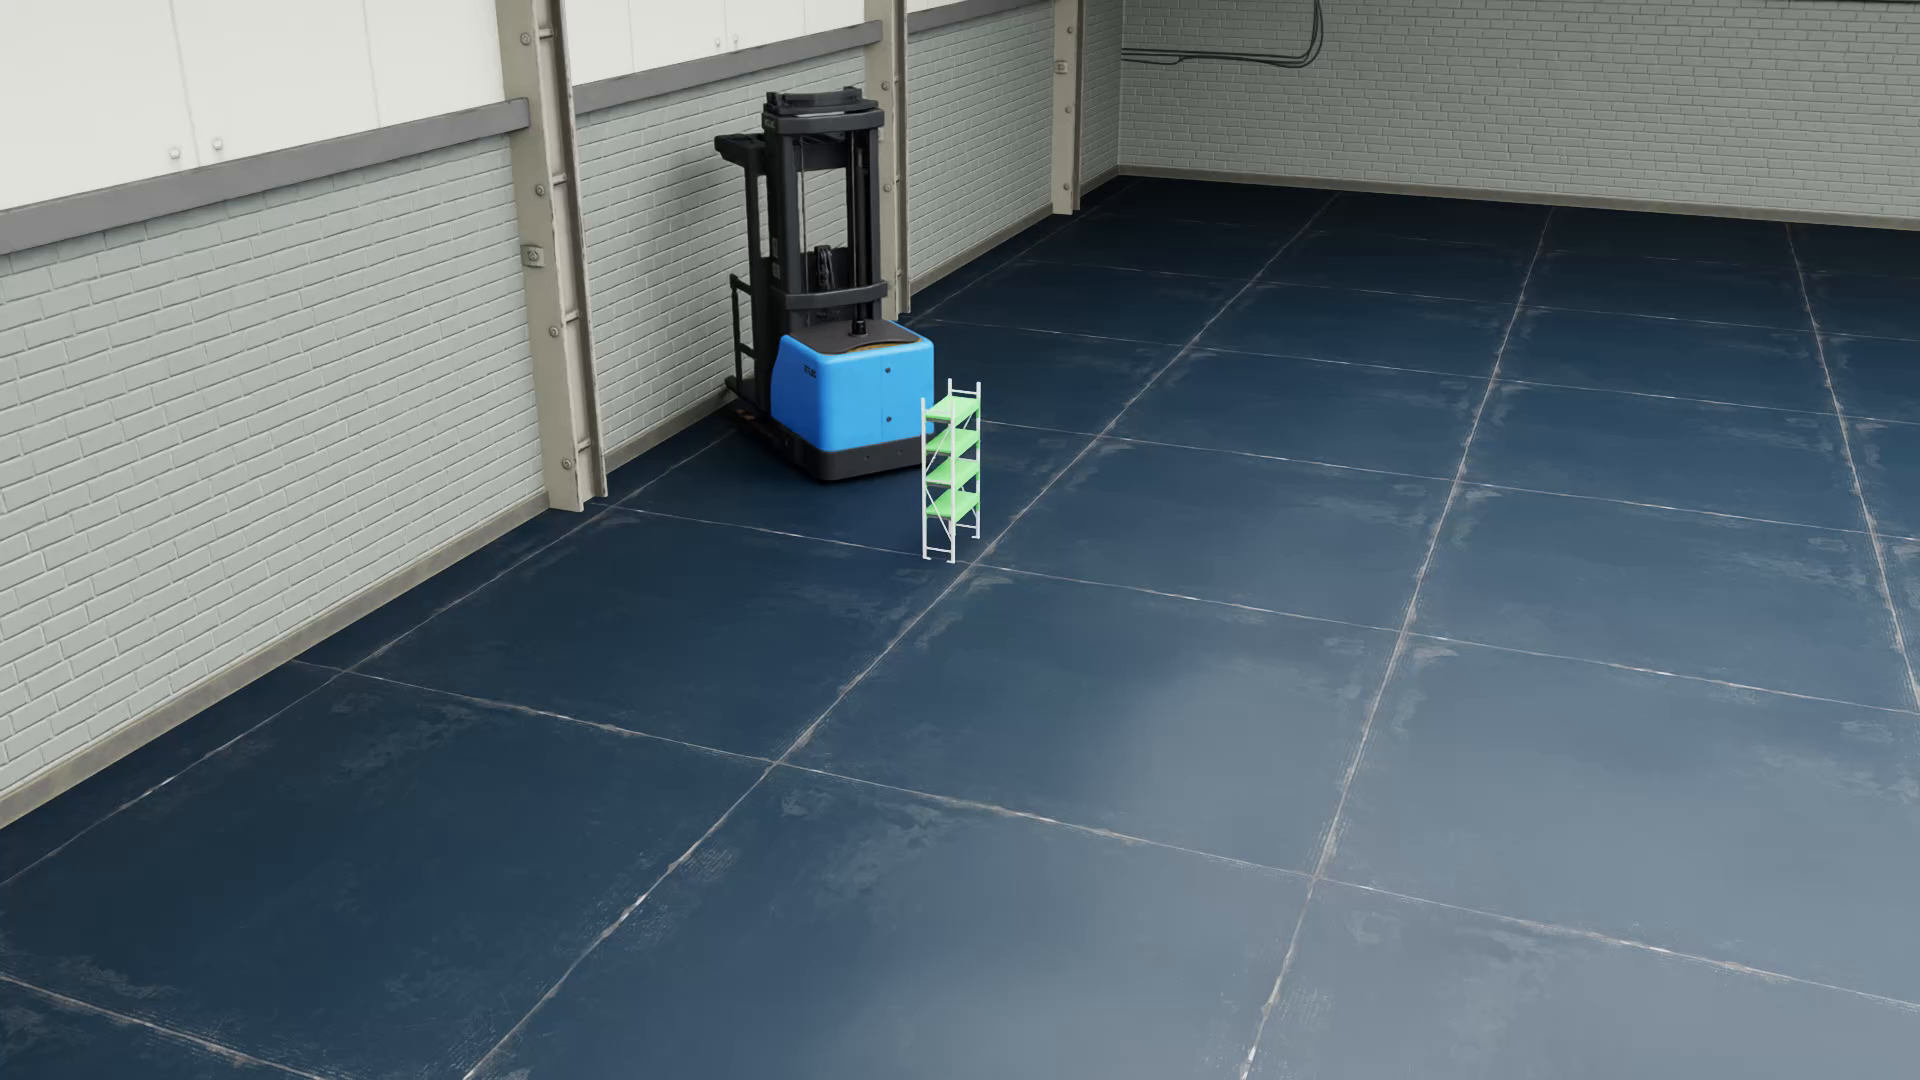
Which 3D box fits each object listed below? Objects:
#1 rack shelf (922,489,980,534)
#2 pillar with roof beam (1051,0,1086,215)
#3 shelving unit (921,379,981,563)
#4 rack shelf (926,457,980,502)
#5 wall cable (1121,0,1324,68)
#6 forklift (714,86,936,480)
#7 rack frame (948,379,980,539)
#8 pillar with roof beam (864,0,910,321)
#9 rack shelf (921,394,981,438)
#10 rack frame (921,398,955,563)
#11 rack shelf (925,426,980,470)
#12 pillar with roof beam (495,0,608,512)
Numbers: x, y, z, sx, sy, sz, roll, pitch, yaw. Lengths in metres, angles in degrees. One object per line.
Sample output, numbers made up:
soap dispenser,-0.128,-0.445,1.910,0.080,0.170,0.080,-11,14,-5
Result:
rack shelf,-0.061,-0.214,11.994,0.258,0.148,0.480,9,24,20
pillar with roof beam,5.468,-8.136,20.052,9.100,9.000,0.400,9,24,20
shelving unit,-0.061,-0.494,11.877,0.258,1.200,0.503,9,24,20
rack shelf,-0.061,-0.435,11.902,0.258,0.148,0.480,9,24,20
wall cable,3.793,-8.184,24.197,3.097,2.526,0.112,9,24,20
forklift,-1.357,-2.350,14.073,1.130,2.935,3.031,-12,26,-27
rack frame,0.029,-0.582,12.086,0.240,1.200,0.015,9,24,20
pillar with roof beam,3.240,-5.989,14.912,9.100,9.000,0.400,9,24,20
rack shelf,-0.061,-0.878,11.717,0.258,0.148,0.480,9,24,20
rack frame,-0.152,-0.407,11.668,0.240,1.200,0.015,9,24,20
rack shelf,-0.061,-0.657,11.809,0.258,0.148,0.480,9,24,20
pillar with roof beam,1.011,-3.842,9.772,9.100,9.000,0.400,9,24,20
